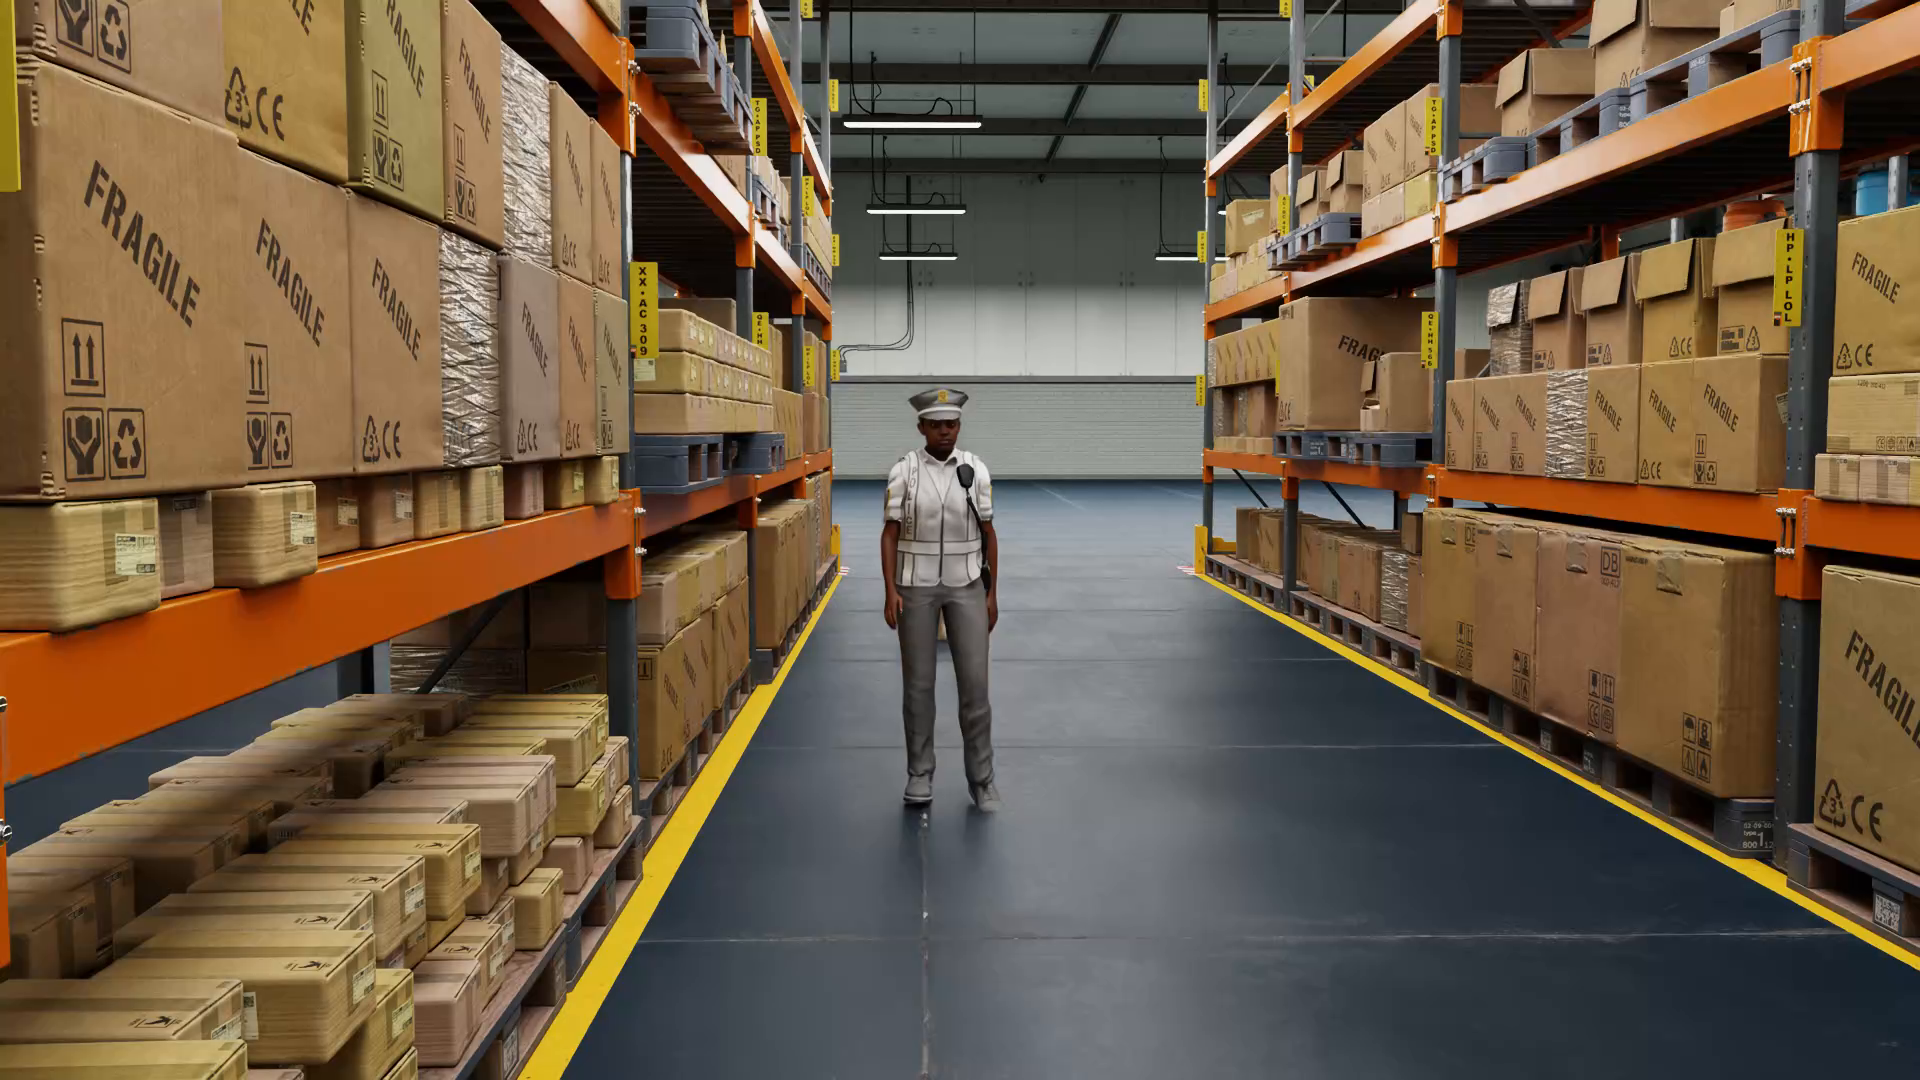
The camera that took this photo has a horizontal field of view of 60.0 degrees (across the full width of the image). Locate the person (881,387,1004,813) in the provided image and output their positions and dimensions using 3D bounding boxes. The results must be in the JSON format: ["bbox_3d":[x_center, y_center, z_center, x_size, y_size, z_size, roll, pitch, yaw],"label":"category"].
[{"bbox_3d":[-0.072,0.259,6.768,0.501,1.752,0.426,0,4,-3],"label":"person"}]
